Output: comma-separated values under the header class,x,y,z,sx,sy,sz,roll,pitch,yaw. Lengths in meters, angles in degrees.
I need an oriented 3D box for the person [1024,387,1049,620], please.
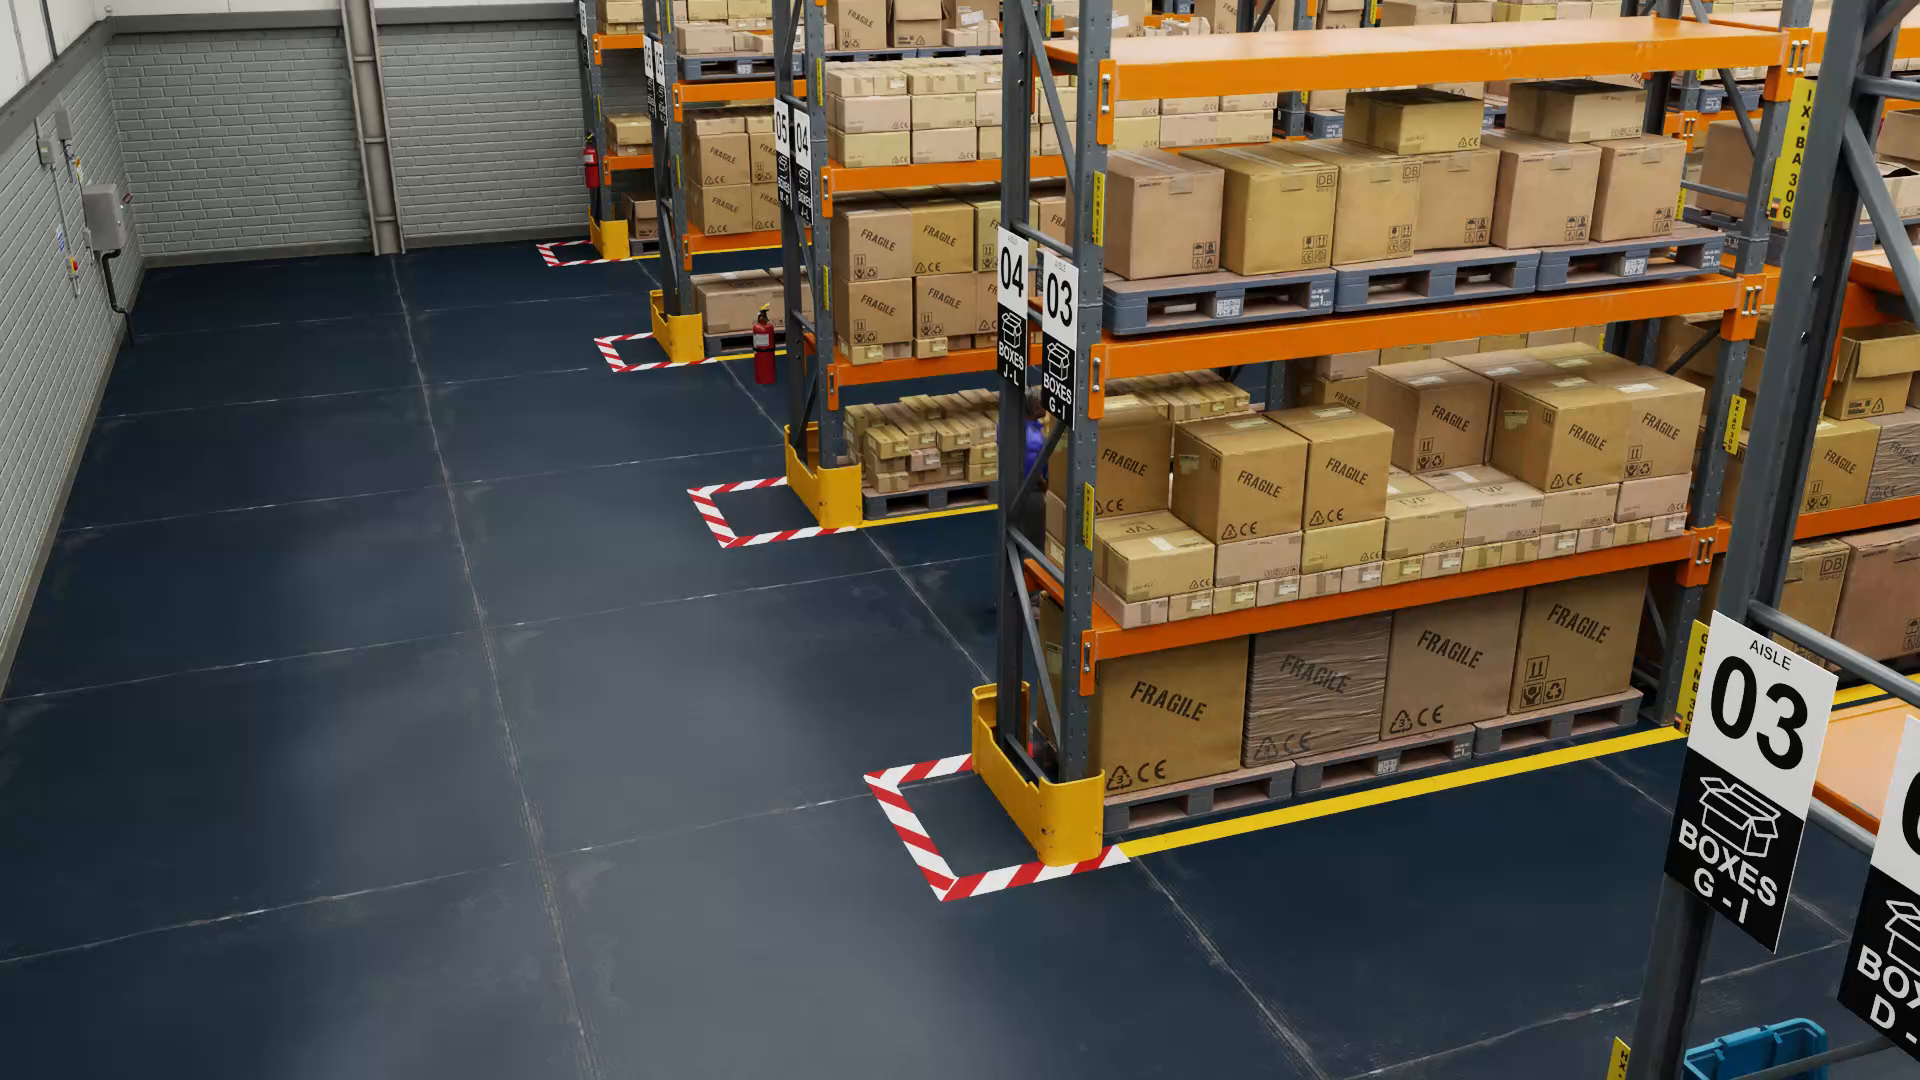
class,x,y,z,sx,sy,sz,roll,pitch,yaw
person,0.511,-0.269,11.479,0.420,1.651,0.543,-8,24,-18
